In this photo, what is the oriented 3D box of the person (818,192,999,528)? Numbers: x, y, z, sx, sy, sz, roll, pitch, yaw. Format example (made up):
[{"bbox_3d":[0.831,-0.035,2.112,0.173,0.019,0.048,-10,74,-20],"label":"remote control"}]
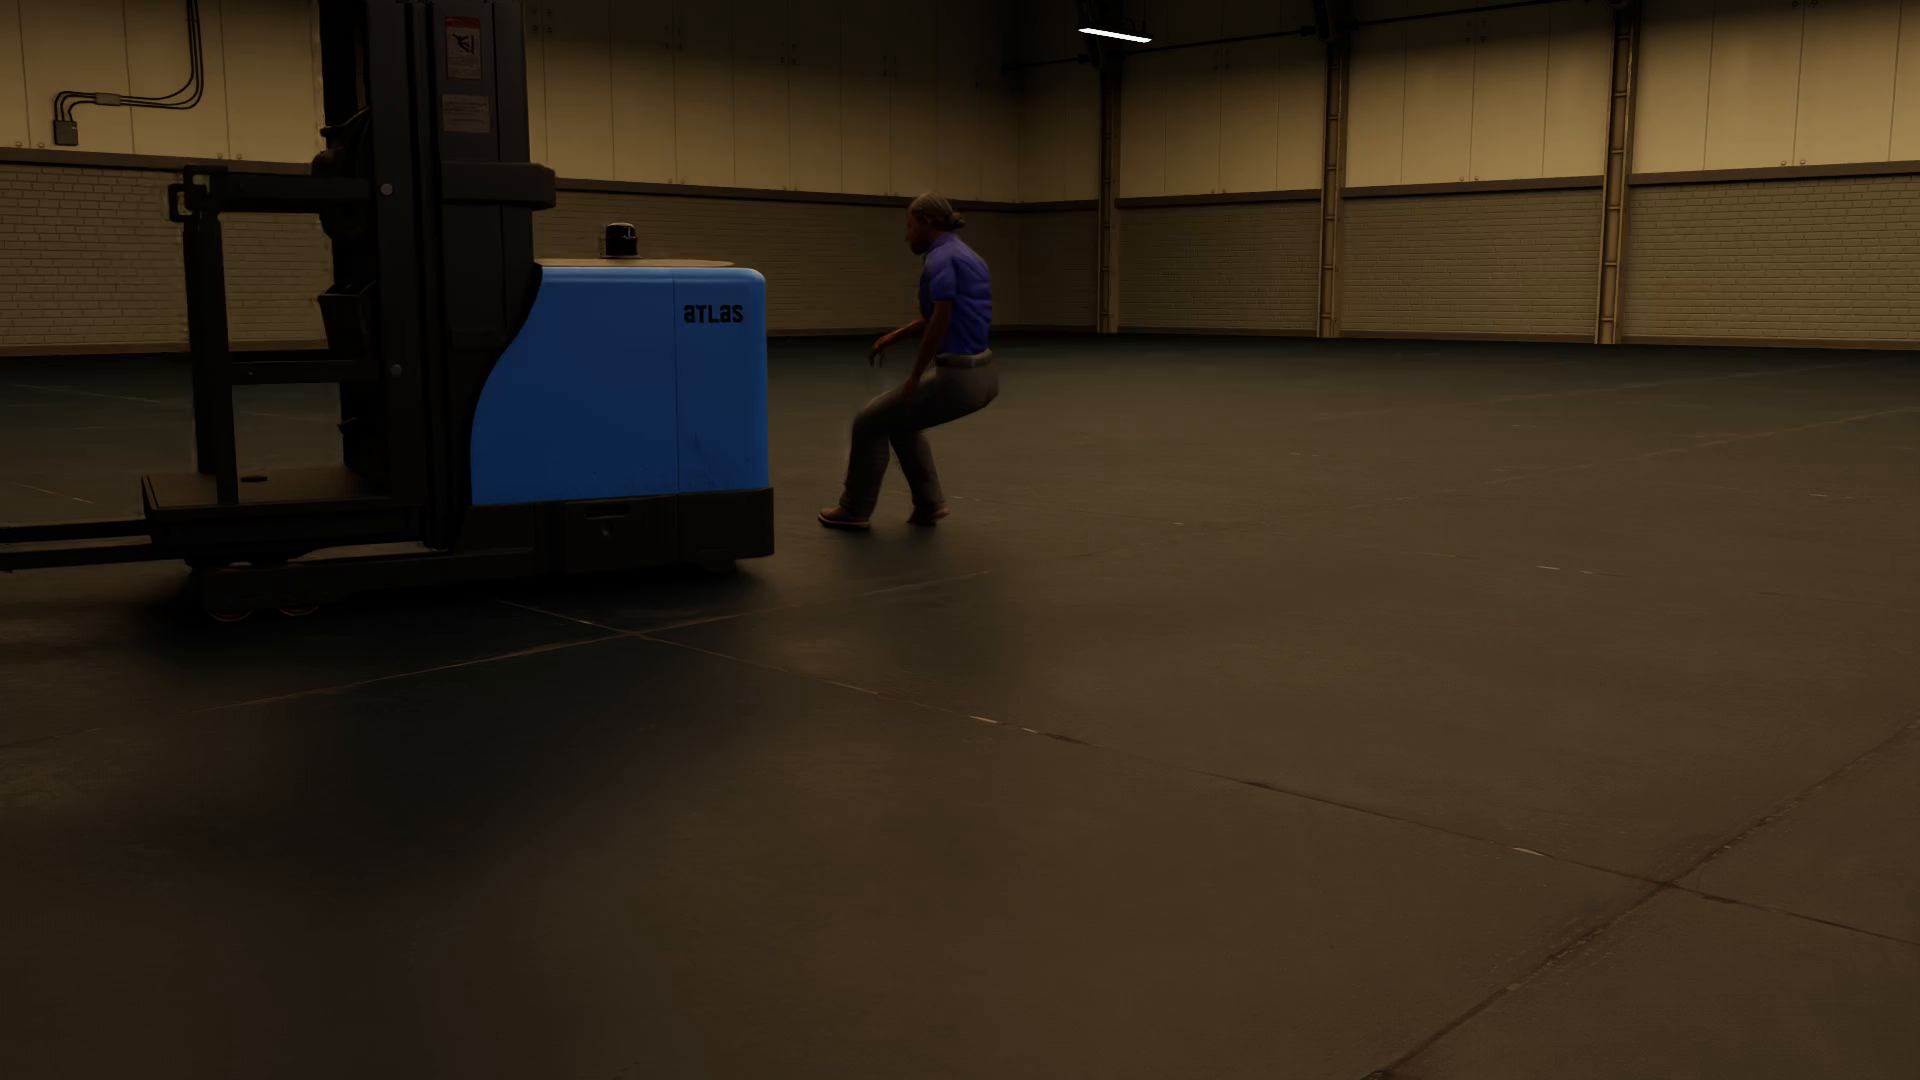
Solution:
[{"bbox_3d":[-0.249,-0.690,6.858,0.826,1.457,0.727,3,9,19],"label":"person"}]

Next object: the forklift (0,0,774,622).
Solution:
[{"bbox_3d":[-2.210,-1.288,5.428,3.031,2.935,1.130,-4,10,-27],"label":"forklift"}]
